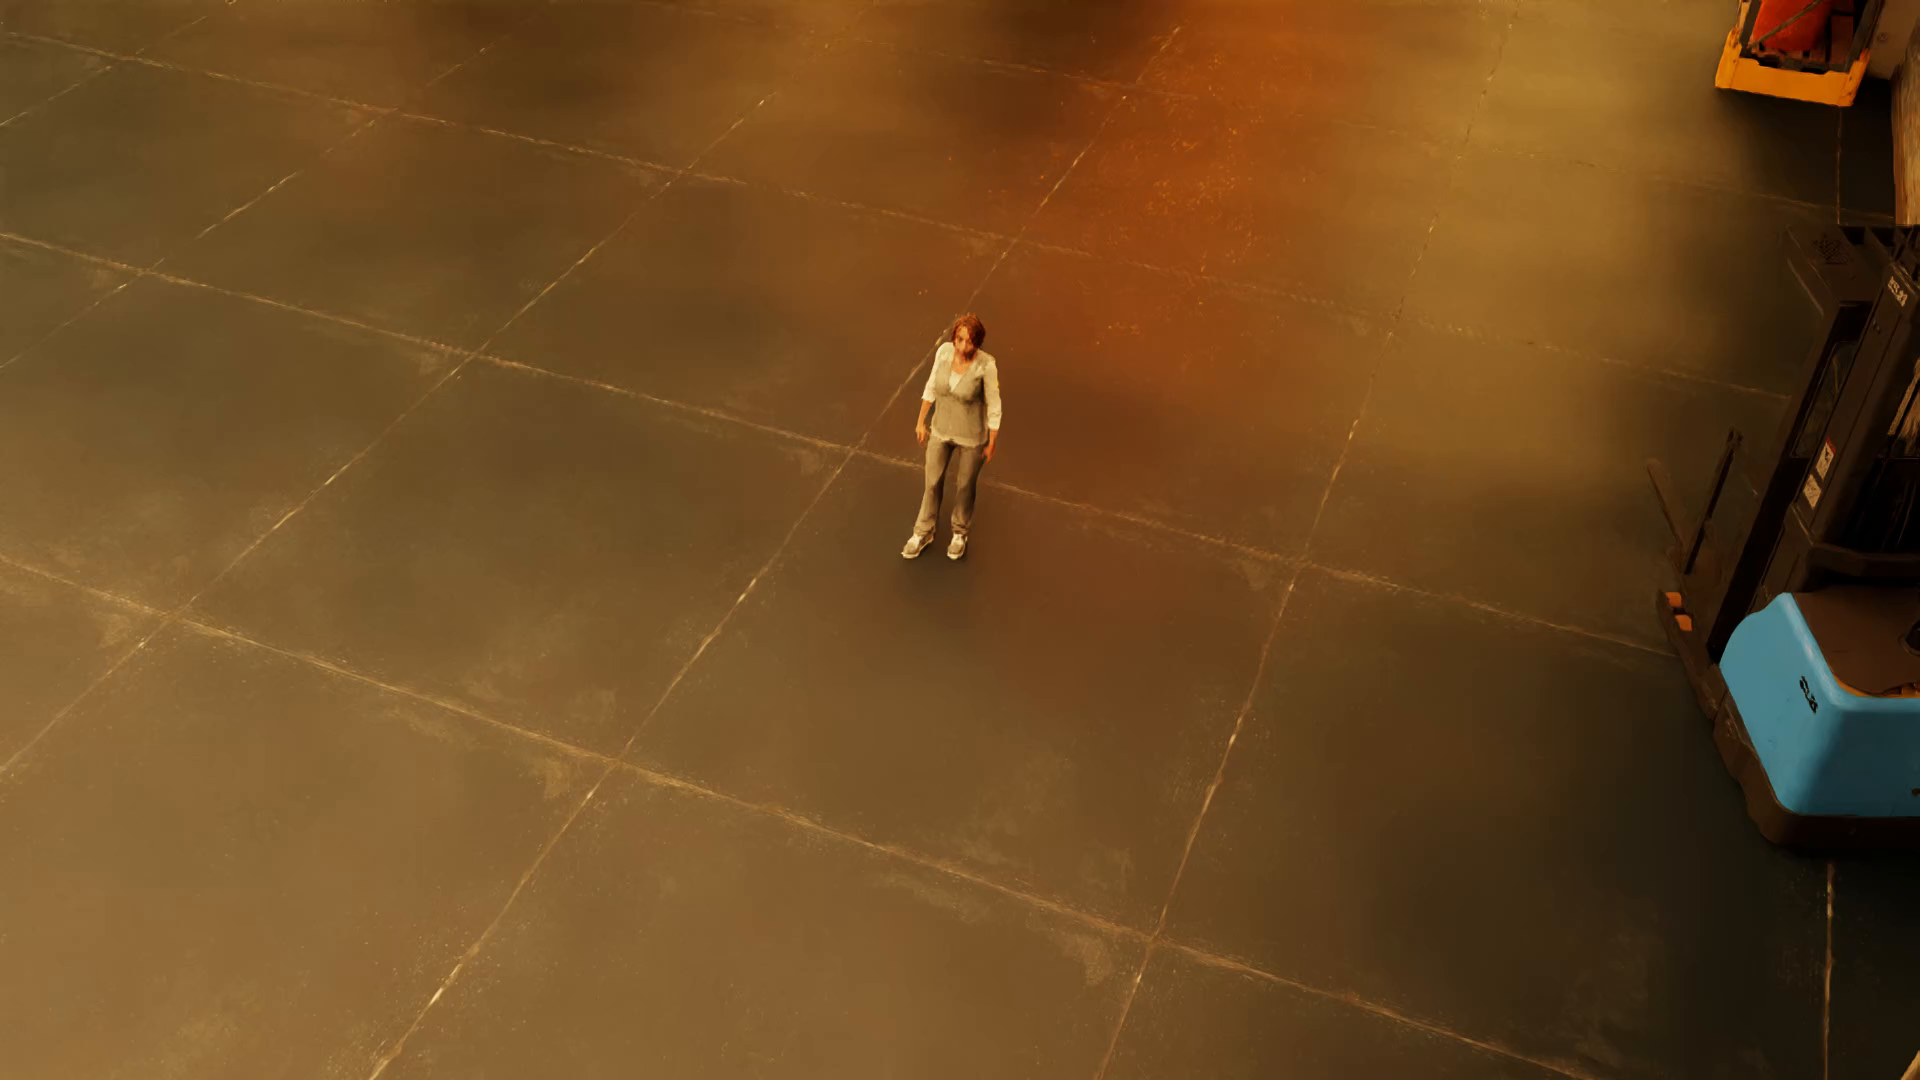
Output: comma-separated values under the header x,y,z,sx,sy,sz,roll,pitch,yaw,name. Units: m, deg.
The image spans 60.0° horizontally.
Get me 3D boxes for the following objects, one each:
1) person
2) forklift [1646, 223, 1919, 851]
x,y,z,sx,sy,sz,roll,pitch,yaw,name
-0.041,-0.577,9.724,0.521,1.597,0.474,15,42,17,person
4.634,-0.488,8.589,1.130,2.935,3.031,2,40,2,forklift
